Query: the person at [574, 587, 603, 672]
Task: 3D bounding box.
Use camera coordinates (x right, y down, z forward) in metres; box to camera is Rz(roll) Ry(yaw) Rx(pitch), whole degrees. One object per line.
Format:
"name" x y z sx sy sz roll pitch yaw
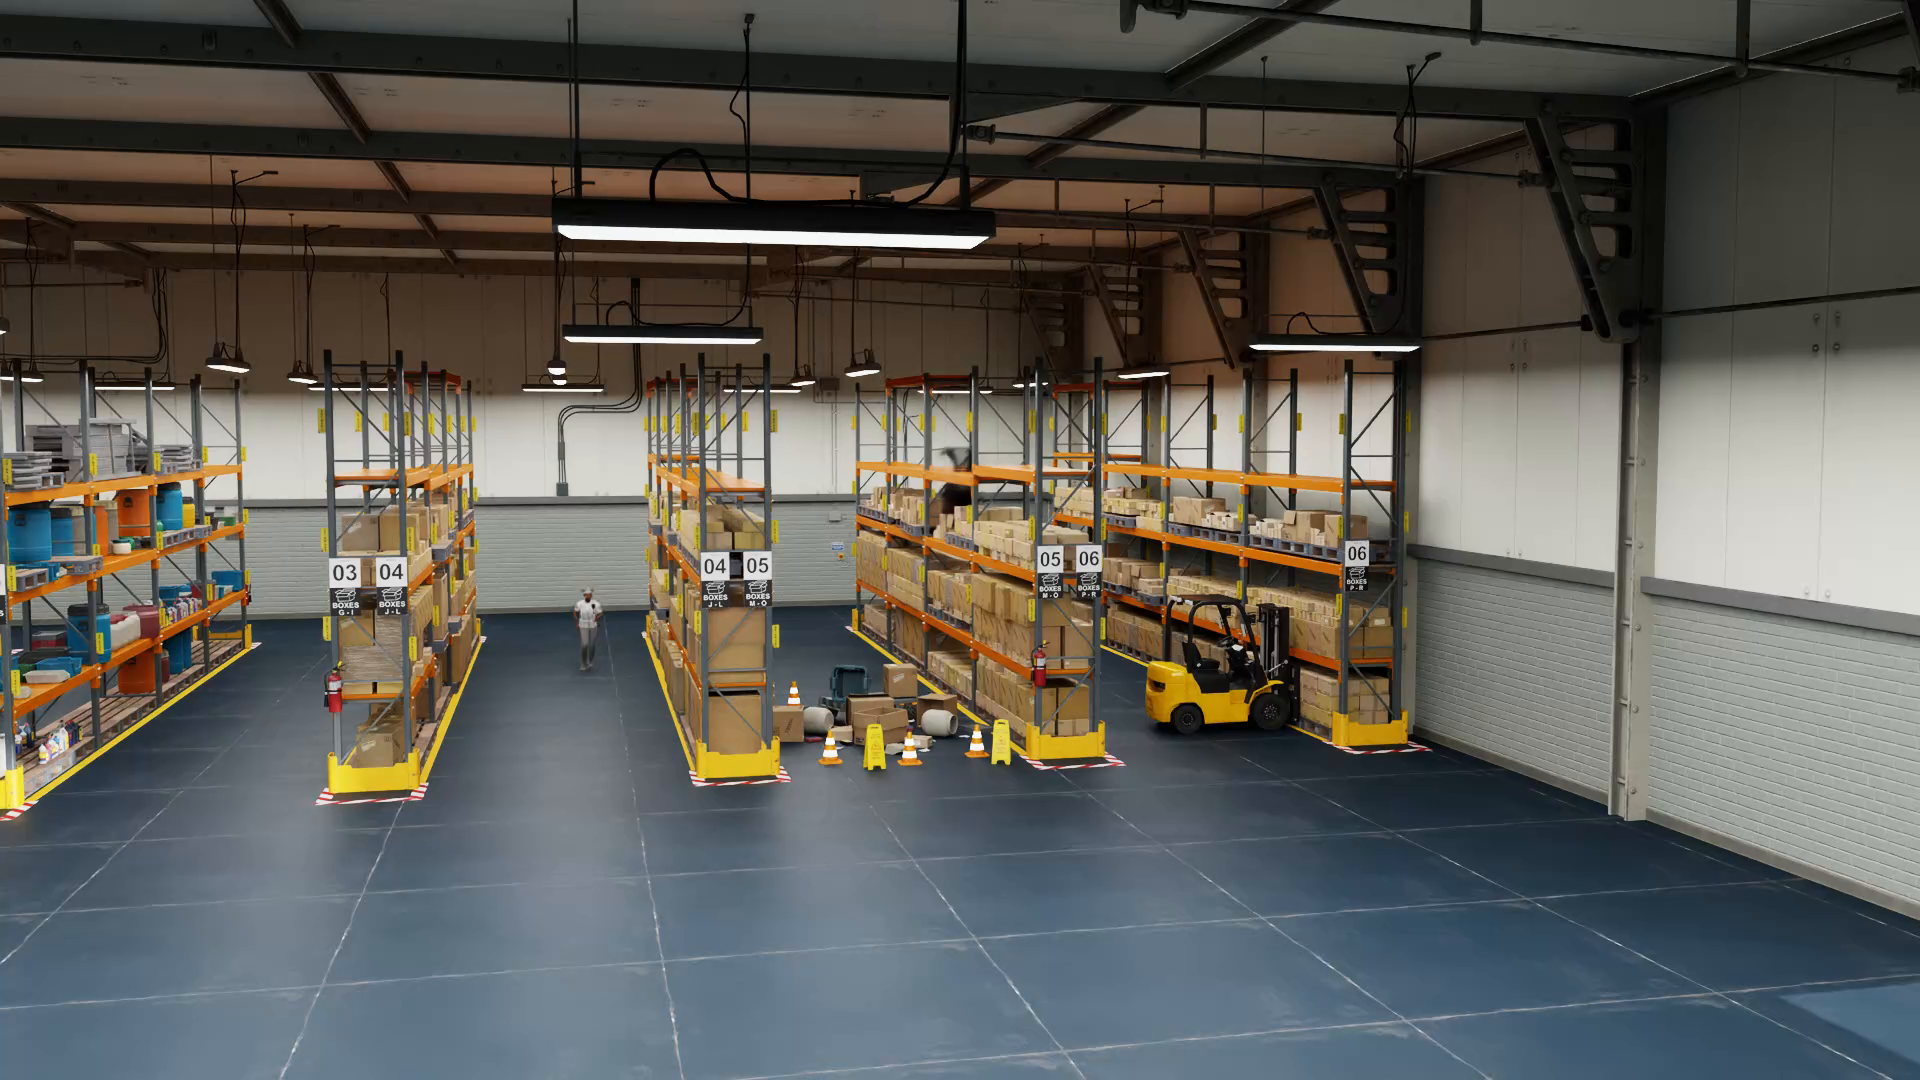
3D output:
"person" -7.545 1.814 33.832 0.584 1.731 0.707 -1 4 -16

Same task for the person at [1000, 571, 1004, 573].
"person" 1.224 1.398 39.239 0.833 1.762 0.627 3 5 41
